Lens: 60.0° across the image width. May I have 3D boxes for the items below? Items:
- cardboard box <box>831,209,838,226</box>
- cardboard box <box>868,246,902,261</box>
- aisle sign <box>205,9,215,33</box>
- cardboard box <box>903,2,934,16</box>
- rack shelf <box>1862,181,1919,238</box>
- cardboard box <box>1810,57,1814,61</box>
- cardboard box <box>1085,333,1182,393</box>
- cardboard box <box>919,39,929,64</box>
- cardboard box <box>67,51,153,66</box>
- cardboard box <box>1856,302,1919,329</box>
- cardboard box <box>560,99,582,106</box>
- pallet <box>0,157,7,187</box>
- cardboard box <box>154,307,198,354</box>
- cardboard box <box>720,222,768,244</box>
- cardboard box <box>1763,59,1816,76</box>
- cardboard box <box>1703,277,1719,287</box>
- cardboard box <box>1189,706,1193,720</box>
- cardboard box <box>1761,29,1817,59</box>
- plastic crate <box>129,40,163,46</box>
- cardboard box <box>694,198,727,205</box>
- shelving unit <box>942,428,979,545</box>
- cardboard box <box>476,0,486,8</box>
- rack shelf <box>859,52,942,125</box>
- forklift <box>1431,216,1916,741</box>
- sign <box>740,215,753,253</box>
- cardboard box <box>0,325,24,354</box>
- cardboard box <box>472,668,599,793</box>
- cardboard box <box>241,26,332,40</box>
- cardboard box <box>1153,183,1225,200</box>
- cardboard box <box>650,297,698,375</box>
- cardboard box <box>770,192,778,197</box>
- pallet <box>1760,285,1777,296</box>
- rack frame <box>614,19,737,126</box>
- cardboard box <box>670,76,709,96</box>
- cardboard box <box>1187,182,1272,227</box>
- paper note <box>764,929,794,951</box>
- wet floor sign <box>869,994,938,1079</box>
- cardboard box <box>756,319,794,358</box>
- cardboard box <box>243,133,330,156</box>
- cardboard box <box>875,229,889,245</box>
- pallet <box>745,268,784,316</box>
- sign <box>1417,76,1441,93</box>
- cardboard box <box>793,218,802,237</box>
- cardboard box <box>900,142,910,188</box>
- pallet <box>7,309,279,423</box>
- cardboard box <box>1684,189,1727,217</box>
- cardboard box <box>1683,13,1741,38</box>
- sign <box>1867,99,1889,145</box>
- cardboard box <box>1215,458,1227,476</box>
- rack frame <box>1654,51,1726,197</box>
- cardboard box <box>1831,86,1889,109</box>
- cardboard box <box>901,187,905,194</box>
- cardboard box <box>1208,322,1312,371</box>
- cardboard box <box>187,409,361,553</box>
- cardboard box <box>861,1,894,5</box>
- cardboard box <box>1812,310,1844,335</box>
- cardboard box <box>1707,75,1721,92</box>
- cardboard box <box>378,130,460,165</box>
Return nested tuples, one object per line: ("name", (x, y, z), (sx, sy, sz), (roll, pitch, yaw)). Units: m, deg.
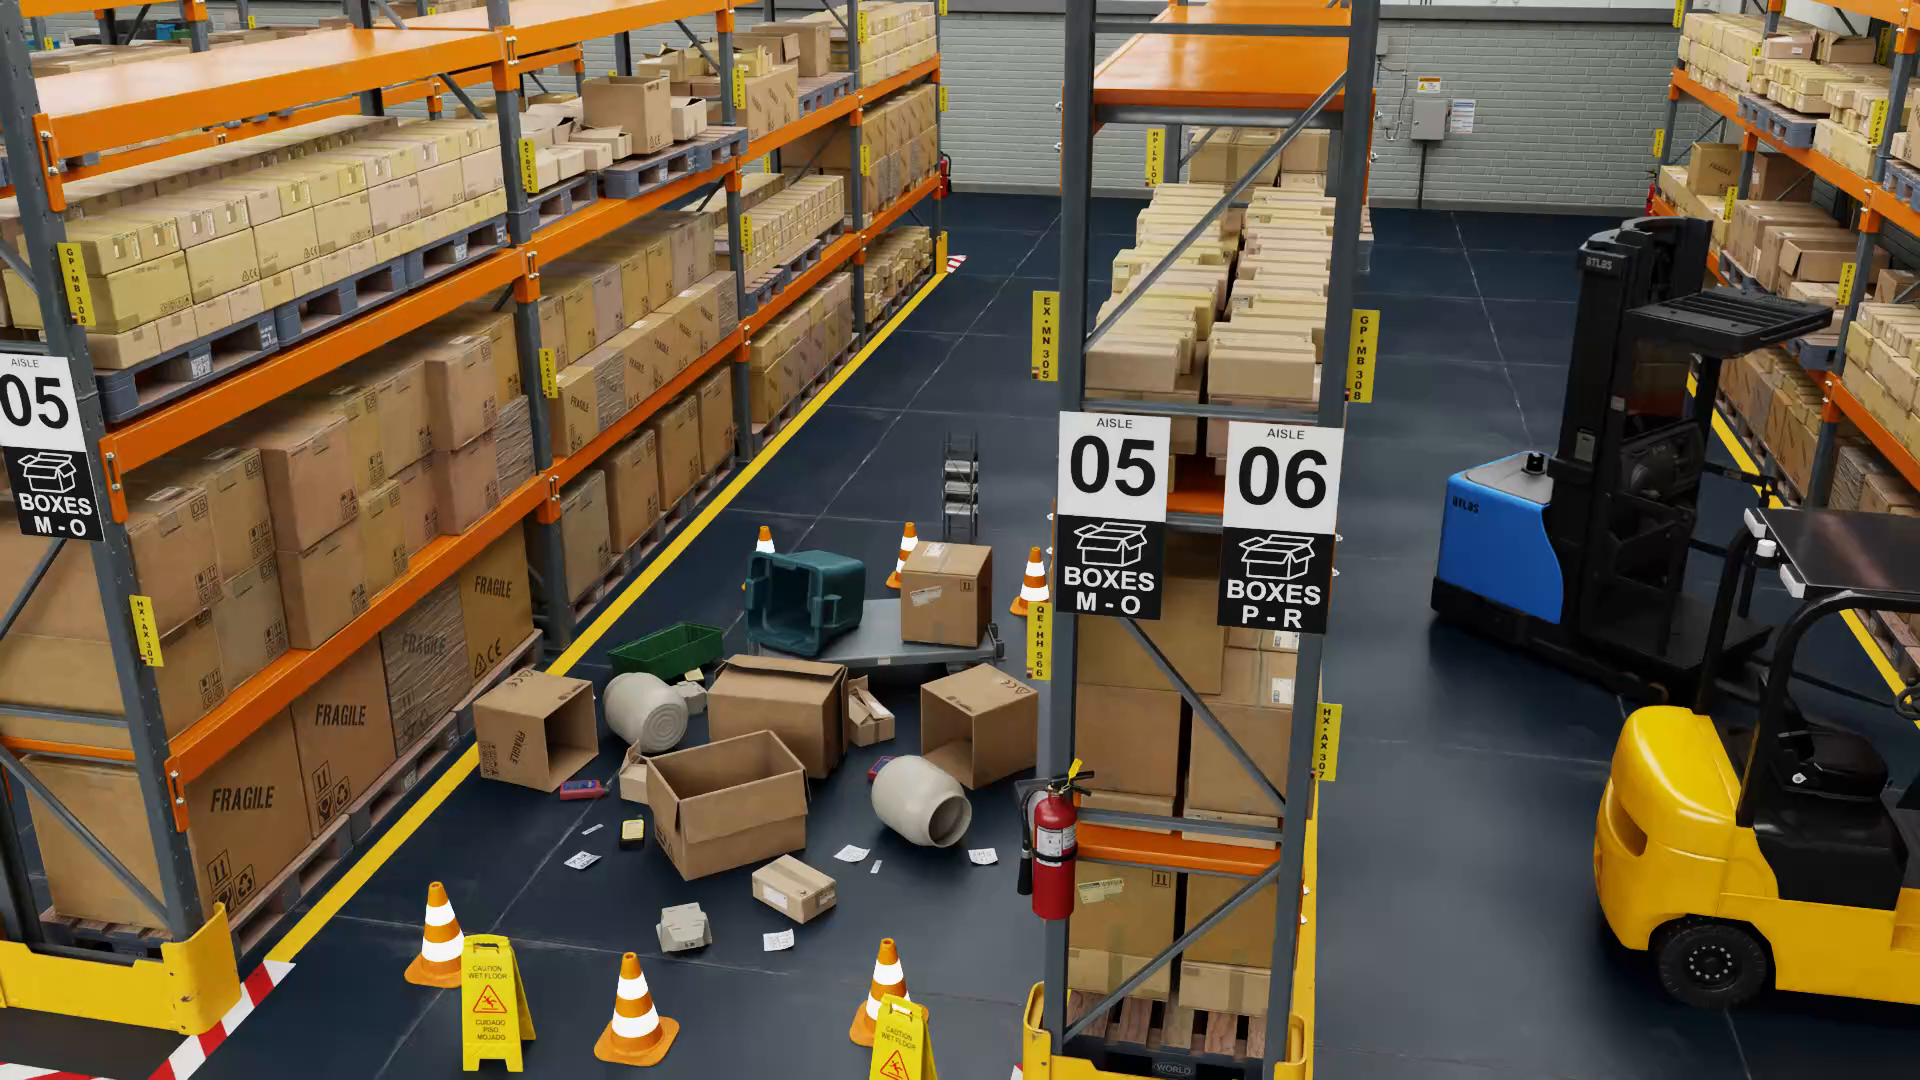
("cardboard box", (-1.510, -3.428, 17.624), (0.380, 0.149, 0.250), (5, 22, 11))
("cardboard box", (-0.927, -3.531, 20.564), (0.380, 0.149, 0.250), (4, 22, 9))
("aisle sign", (-10.714, -7.115, 23.526), (0.394, 0.787, 0.004), (4, 22, 11))
("cardboard box", (-0.534, -6.663, 20.864), (0.380, 0.149, 0.250), (4, 22, 10))
("rack shelf", (6.932, -1.751, 10.634), (1.077, 0.370, 4.000), (4, 22, 11))
("cardboard box", (8.536, -4.739, 16.223), (0.500, 0.250, 0.500), (4, 22, 10))
("cardboard box", (0.628, -0.667, 6.248), (0.380, 0.149, 0.250), (5, 22, 11))
("cardboard box", (-0.685, -6.016, 20.462), (0.500, 0.250, 0.500), (4, 22, 11))
("cardboard box", (-7.168, -3.845, 14.067), (0.500, 0.500, 0.500), (4, 22, 11))
("cardboard box", (6.987, -1.678, 12.502), (0.380, 0.149, 0.250), (5, 22, 12))
("cardboard box", (-2.852, -3.274, 12.957), (0.500, 0.250, 0.500), (5, 22, 12))
("pallet", (-7.807, -2.616, 12.071), (1.213, 0.211, 1.003), (4, 22, 11))
("cardboard box", (-3.584, -0.927, 7.264), (0.380, 0.149, 0.250), (5, 22, 11))
("cardboard box", (-1.996, -2.838, 15.364), (0.380, 0.149, 0.250), (4, 22, 11))
("cardboard box", (7.681, -4.363, 15.398), (0.380, 0.149, 0.250), (5, 22, 12))
("cardboard box", (8.337, -2.674, 18.762), (0.500, 0.500, 0.500), (5, 22, 12))
("cardboard box", (0.944, 0.715, 7.900), (0.380, 0.149, 0.250), (5, 22, 12))
("cardboard box", (7.753, -4.650, 15.557), (0.396, 0.266, 0.258), (4, 22, 10))
("plastic crate", (-10.616, -6.355, 21.456), (0.437, 0.136, 0.530), (4, 22, 11))
("cardboard box", (-2.415, -3.278, 16.456), (0.380, 0.149, 0.250), (5, 23, 13))
("shelving unit", (0.002, -0.420, 13.193), (0.258, 0.900, 0.210), (4, 22, 11))
("cardboard box", (-5.945, -6.367, 20.301), (0.700, 0.500, 0.500), (5, 23, 13))
("rack shelf", (-1.162, -5.394, 19.680), (1.077, 0.370, 4.000), (4, 22, 11))
("forklift", (4.681, -0.485, 10.634), (1.130, 2.935, 3.031), (-16, 27, -34))
("sign", (-1.842, -2.638, 14.339), (0.100, 0.325, 0.005), (4, 22, 11))
("cardboard box", (-4.283, -0.880, 7.148), (0.380, 0.149, 0.250), (4, 22, 11))
("cardboard box", (-2.515, 1.125, 9.888), (0.500, 0.500, 0.500), (8, 23, 20))
("cardboard box", (-6.825, -4.940, 16.889), (0.797, 0.503, 0.637), (4, 22, 10))
("cardboard box", (1.280, -1.893, 9.293), (0.380, 0.149, 0.250), (4, 22, 10))
("cardboard box", (-2.421, -1.638, 13.272), (0.500, 0.500, 0.500), (4, 22, 10))
("cardboard box", (-2.152, -3.617, 17.696), (0.380, 0.149, 0.250), (4, 22, 10))
("pallet", (7.732, -2.047, 14.679), (1.003, 0.211, 1.213), (4, 22, 11))
("rack frame", (-2.386, -4.925, 13.537), (1.000, 3.000, 0.127), (4, 22, 11))
("cardboard box", (-2.519, -3.808, 14.645), (0.500, 0.500, 0.500), (4, 22, 11))
("cardboard box", (1.641, -2.080, 10.127), (0.500, 0.250, 0.500), (4, 22, 10))
("paper note", (-0.908, 2.004, 8.337), (0.148, 0.019, 0.142), (-3, 22, -8))
("wet floor sign", (-0.239, 2.204, 7.017), (0.267, 0.644, 0.232), (13, 25, 29))
("cardboard box", (-1.905, -1.944, 15.947), (0.500, 0.250, 0.500), (4, 22, 10))
("cardboard box", (-3.764, -2.179, 9.307), (0.380, 0.149, 0.250), (4, 22, 10))
("cardboard box", (-1.132, -3.941, 21.580), (0.380, 0.149, 0.250), (5, 22, 12))
("pallet", (-2.345, -2.322, 15.360), (1.213, 0.211, 1.003), (4, 22, 11))
("sign", (7.255, -7.041, 25.716), (0.339, 0.242, 0.001), (4, 22, 11))
("cardboard box", (-1.779, -3.090, 16.387), (0.380, 0.149, 0.250), (5, 23, 13))
("cardboard box", (-0.910, -4.513, 20.011), (0.500, 0.500, 0.500), (6, 23, 14))
("pallet", (-3.878, -0.839, 7.524), (1.003, 0.211, 1.213), (4, 22, 11))
("cardboard box", (8.330, -3.715, 18.365), (0.500, 0.250, 0.500), (4, 22, 10))
("cardboard box", (8.636, -5.899, 19.104), (0.500, 0.250, 0.500), (4, 22, 10))
("sign", (6.809, -3.098, 12.324), (0.100, 0.325, 0.005), (4, 22, 11))
("cardboard box", (1.199, -0.350, 6.529), (0.380, 0.149, 0.250), (4, 22, 9))
("rack frame", (8.972, -4.351, 20.141), (1.000, 3.000, 0.127), (4, 22, 11))
("cardboard box", (7.336, -3.600, 13.531), (0.380, 0.149, 0.250), (4, 22, 10))
("cardboard box", (-0.893, -4.346, 20.466), (0.380, 0.149, 0.250), (4, 22, 9))
("cardboard box", (1.156, -0.729, 6.401), (0.380, 0.149, 0.250), (4, 22, 11))
("cardboard box", (-3.636, -0.322, 8.492), (0.875, 0.550, 0.550), (4, 22, 11))
("cardboard box", (-1.043, -6.705, 20.971), (0.380, 0.149, 0.250), (4, 22, 10))
("cardboard box", (7.098, -1.772, 13.514), (0.380, 0.149, 0.250), (5, 22, 12))
("cardboard box", (8.226, -4.882, 17.781), (0.380, 0.149, 0.250), (5, 22, 12))
("cardboard box", (-3.069, -2.223, 9.416), (0.380, 0.149, 0.250), (4, 22, 11))
